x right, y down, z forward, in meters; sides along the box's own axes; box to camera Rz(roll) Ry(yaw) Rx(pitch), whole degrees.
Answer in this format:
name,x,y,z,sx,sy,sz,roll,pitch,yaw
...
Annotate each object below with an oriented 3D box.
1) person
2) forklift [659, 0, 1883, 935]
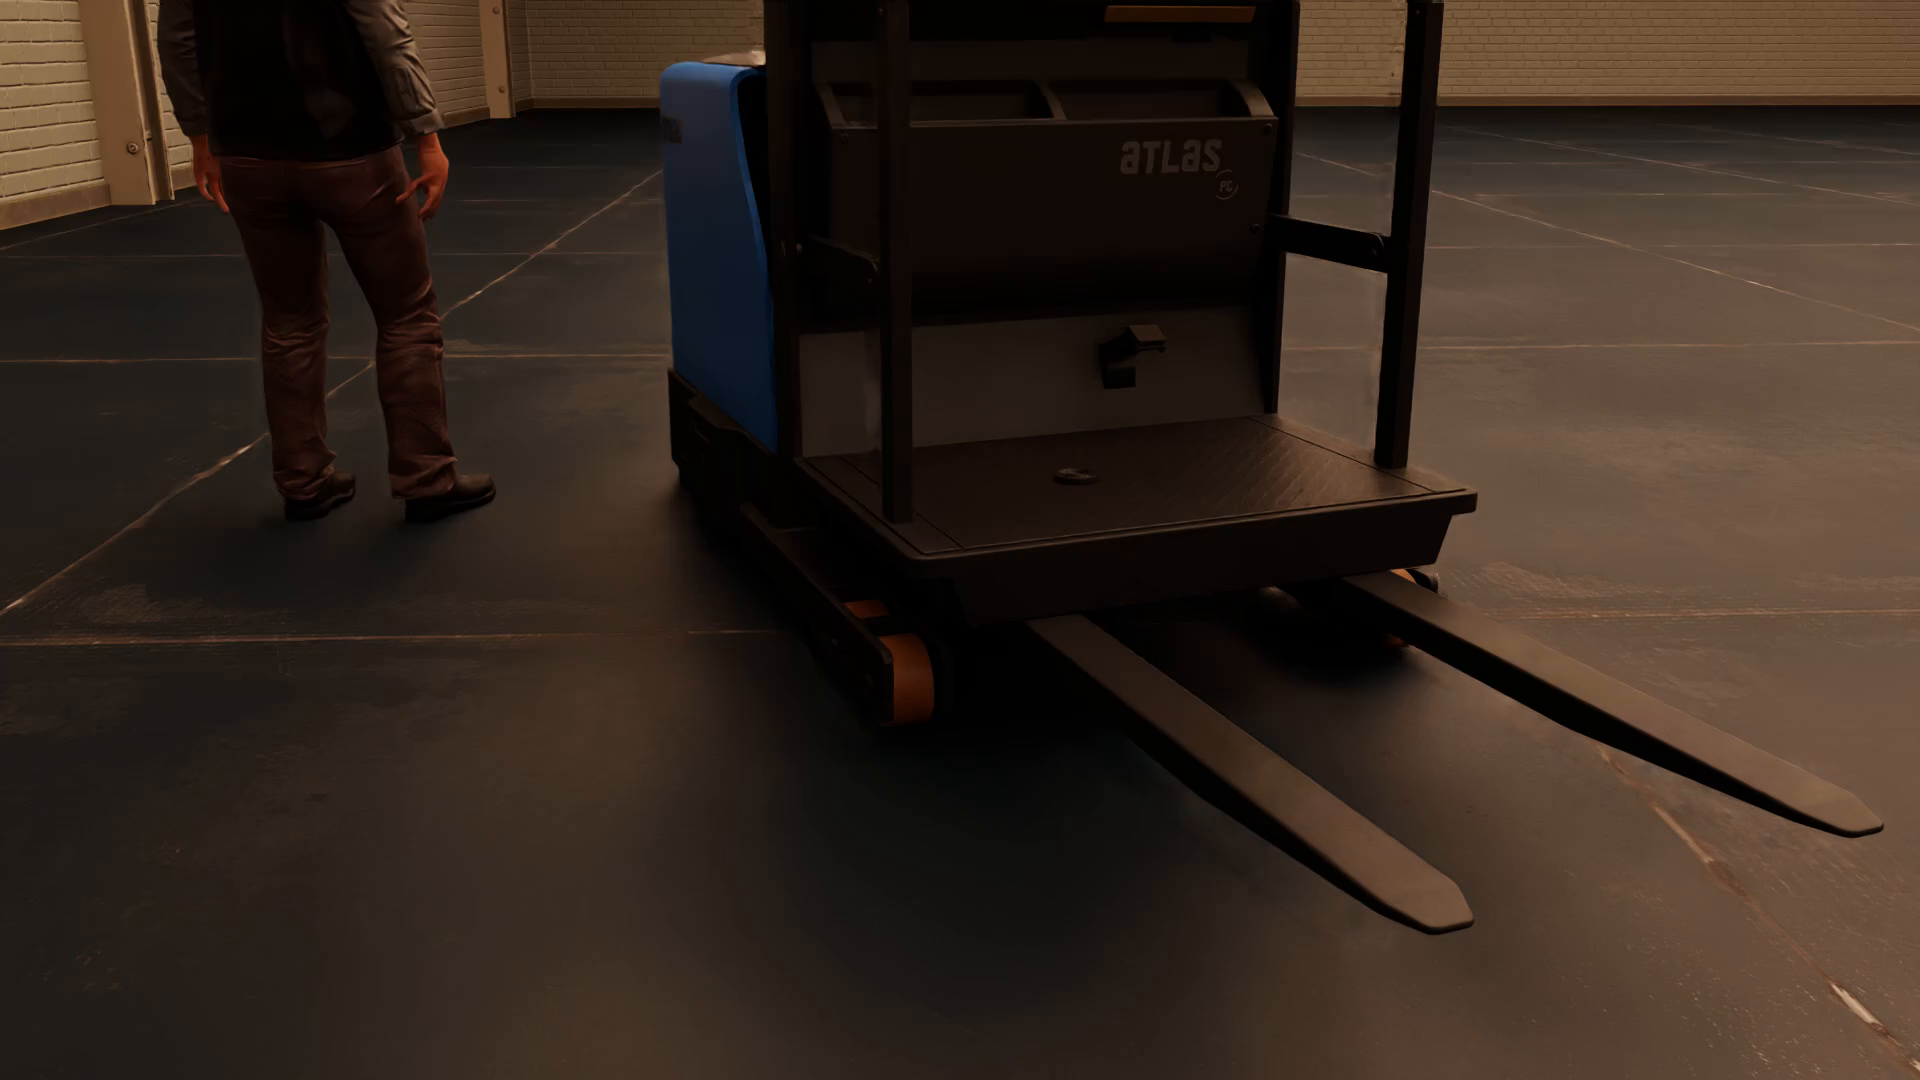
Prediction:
name,x,y,z,sx,sy,sz,roll,pitch,yaw
person,-1.497,-0.850,3.900,0.663,1.638,0.474,3,17,10
forklift,0.256,-1.216,2.883,1.130,2.935,3.031,-7,18,-21
